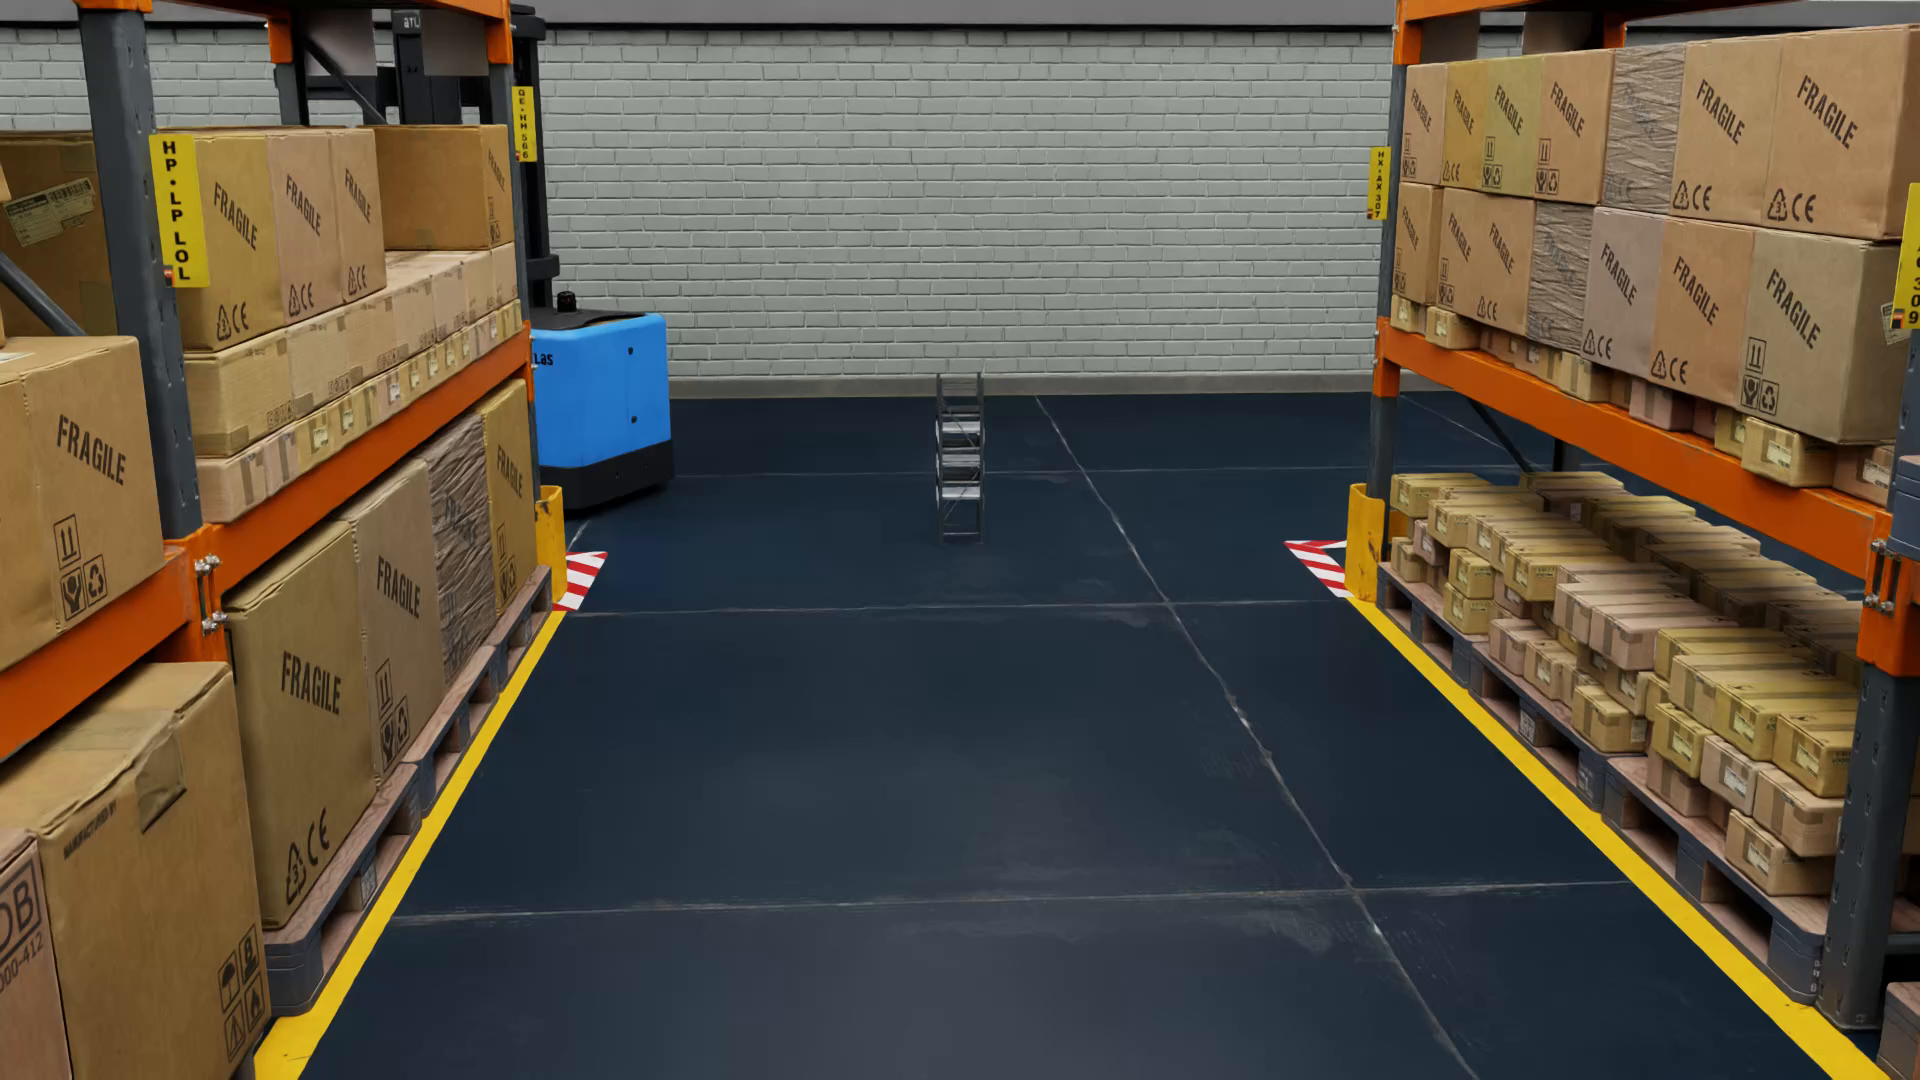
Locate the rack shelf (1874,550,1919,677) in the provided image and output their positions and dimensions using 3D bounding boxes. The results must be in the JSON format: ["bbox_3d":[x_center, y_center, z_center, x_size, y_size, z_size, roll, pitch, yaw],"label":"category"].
[{"bbox_3d":[2.839,0.614,2.064,1.077,0.370,4.000,-1,14,-3],"label":"rack shelf"}]

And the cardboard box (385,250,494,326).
[{"bbox_3d":[-2.163,-1.004,6.613,0.500,0.250,0.500,-1,14,-4],"label":"cardboard box"}]

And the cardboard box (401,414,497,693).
[{"bbox_3d":[-2.313,0.035,6.293,0.875,0.875,0.875,-1,14,-3],"label":"cardboard box"}]

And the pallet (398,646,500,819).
[{"bbox_3d":[-2.289,0.676,5.977,1.003,0.211,1.213,-1,14,-3],"label":"pallet"}]

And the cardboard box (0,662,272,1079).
[{"bbox_3d":[-2.182,0.804,3.302,1.225,0.875,0.875,-1,14,-3],"label":"cardboard box"}]

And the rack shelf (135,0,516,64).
[{"bbox_3d":[-2.365,-1.782,5.356,1.077,0.370,4.000,-1,14,-3],"label":"rack shelf"}]

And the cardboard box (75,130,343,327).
[{"bbox_3d":[-2.038,-0.861,4.550,0.500,0.500,0.500,-1,14,-3],"label":"cardboard box"}]

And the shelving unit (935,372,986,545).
[{"bbox_3d":[0.000,-0.438,8.922,0.258,0.900,0.210,-1,14,-3],"label":"shelving unit"}]

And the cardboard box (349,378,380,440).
[{"bbox_3d":[-1.995,-0.397,5.054,0.380,0.149,0.250,-1,14,-4],"label":"cardboard box"}]

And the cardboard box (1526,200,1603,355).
[{"bbox_3d":[2.334,-0.922,5.791,0.500,0.500,0.500,-1,14,-5],"label":"cardboard box"}]

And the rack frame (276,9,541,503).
[{"bbox_3d":[-2.489,-1.175,7.574,1.000,3.000,0.127,-1,14,-3],"label":"rack frame"}]

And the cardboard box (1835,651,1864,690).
[{"bbox_3d":[2.878,0.437,4.993,0.380,0.149,0.250,-1,14,-4],"label":"cardboard box"}]

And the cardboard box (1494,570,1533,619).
[{"bbox_3d":[2.327,0.199,6.513,0.380,0.149,0.250,-2,15,-6],"label":"cardboard box"}]

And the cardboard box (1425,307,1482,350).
[{"bbox_3d":[2.181,-0.889,6.965,0.380,0.149,0.250,-1,14,-5],"label":"cardboard box"}]

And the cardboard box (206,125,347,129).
[{"bbox_3d":[-2.698,-1.362,6.499,0.500,0.500,0.500,-1,14,-5],"label":"cardboard box"}]

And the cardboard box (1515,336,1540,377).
[{"bbox_3d":[2.313,-0.697,6.219,0.380,0.149,0.250,-1,14,-5],"label":"cardboard box"}]

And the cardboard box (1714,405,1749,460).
[{"bbox_3d":[2.383,-0.307,4.705,0.380,0.149,0.250,0,14,-1],"label":"cardboard box"}]

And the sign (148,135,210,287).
[{"bbox_3d":[-1.700,-0.714,3.615,0.100,0.325,0.005,-1,14,-3],"label":"sign"}]

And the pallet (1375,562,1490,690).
[{"bbox_3d":[2.487,0.345,7.260,1.003,0.211,1.213,-1,14,-3],"label":"pallet"}]

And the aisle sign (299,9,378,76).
[{"bbox_3d":[-2.793,-2.447,7.301,0.394,0.787,0.004,-1,14,-3],"label":"aisle sign"}]

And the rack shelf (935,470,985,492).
[{"bbox_3d":[0.000,-0.318,8.953,0.258,0.077,0.200,-1,14,-3],"label":"rack shelf"}]

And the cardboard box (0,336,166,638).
[{"bbox_3d":[-1.940,-0.117,3.259,0.500,0.500,0.500,-1,14,-3],"label":"cardboard box"}]

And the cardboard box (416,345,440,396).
[{"bbox_3d":[-2.044,-0.590,5.803,0.380,0.149,0.250,-1,14,-2],"label":"cardboard box"}]

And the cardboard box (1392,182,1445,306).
[{"bbox_3d":[2.220,-1.303,7.274,0.500,0.500,0.500,0,14,-1],"label":"cardboard box"}]

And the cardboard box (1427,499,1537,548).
[{"bbox_3d":[2.186,-0.070,6.965,0.380,0.149,0.250,-1,14,-4],"label":"cardboard box"}]

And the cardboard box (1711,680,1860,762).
[{"bbox_3d":[2.378,0.510,4.709,0.380,0.149,0.250,-1,14,-3],"label":"cardboard box"}]

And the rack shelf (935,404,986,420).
[{"bbox_3d":[0.000,-0.667,8.863,0.258,0.077,0.200,-1,14,-3],"label":"rack shelf"}]

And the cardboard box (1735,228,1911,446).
[{"bbox_3d":[2.404,-0.540,4.308,0.500,0.500,0.500,-1,14,-3],"label":"cardboard box"}]

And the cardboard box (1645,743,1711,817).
[{"bbox_3d":[2.338,0.723,5.077,0.380,0.149,0.250,-1,14,-5],"label":"cardboard box"}]

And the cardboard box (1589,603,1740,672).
[{"bbox_3d":[2.309,0.317,5.461,0.380,0.149,0.250,-2,15,-6],"label":"cardboard box"}]

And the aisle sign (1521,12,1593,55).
[{"bbox_3d":[2.763,-2.508,7.538,0.394,0.787,0.004,-1,14,-3],"label":"aisle sign"}]

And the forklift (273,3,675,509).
[{"bbox_3d":[-3.320,-1.786,10.084,3.031,2.935,1.130,6,16,23],"label":"forklift"}]

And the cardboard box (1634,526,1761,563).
[{"bbox_3d":[2.880,0.048,6.507,0.380,0.149,0.250,0,14,-1],"label":"cardboard box"}]

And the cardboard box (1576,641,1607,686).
[{"bbox_3d":[2.366,0.401,5.731,0.380,0.149,0.250,-2,15,-6],"label":"cardboard box"}]

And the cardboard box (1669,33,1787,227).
[{"bbox_3d":[2.379,-1.150,4.671,0.500,0.500,0.500,-1,14,-5],"label":"cardboard box"}]

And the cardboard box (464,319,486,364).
[{"bbox_3d":[-2.091,-0.781,6.544,0.380,0.149,0.250,-1,14,-2],"label":"cardboard box"}]

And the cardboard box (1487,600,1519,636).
[{"bbox_3d":[2.318,0.339,6.569,0.380,0.149,0.250,-1,14,-3],"label":"cardboard box"}]

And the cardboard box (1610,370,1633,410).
[{"bbox_3d":[2.382,-0.503,5.466,0.380,0.149,0.250,-1,14,-4],"label":"cardboard box"}]

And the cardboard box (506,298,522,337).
[{"bbox_3d":[-2.138,-0.970,7.281,0.380,0.149,0.250,-1,14,-2],"label":"cardboard box"}]

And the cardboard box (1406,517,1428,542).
[{"bbox_3d":[2.244,-0.059,7.518,0.380,0.149,0.250,0,14,-1],"label":"cardboard box"}]

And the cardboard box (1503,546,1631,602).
[{"bbox_3d":[2.262,0.125,6.205,0.380,0.149,0.250,-1,14,-3],"label":"cardboard box"}]

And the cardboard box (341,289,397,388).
[{"bbox_3d":[-2.072,-0.625,5.140,0.500,0.250,0.500,-1,14,-2],"label":"cardboard box"}]

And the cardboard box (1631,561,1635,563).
[{"bbox_3d":[2.733,0.131,6.778,0.380,0.149,0.250,-1,14,-4],"label":"cardboard box"}]

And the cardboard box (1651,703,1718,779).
[{"bbox_3d":[2.315,0.595,4.977,0.380,0.149,0.250,-1,14,-5],"label":"cardboard box"}]

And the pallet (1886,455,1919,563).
[{"bbox_3d":[2.618,0.053,3.184,1.003,0.211,1.213,-1,14,-3],"label":"pallet"}]

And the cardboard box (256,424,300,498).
[{"bbox_3d":[-1.944,-0.203,4.298,0.380,0.149,0.250,-1,14,-5],"label":"cardboard box"}]

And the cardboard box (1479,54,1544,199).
[{"bbox_3d":[2.278,-1.532,6.158,0.500,0.500,0.500,-1,14,-5],"label":"cardboard box"}]

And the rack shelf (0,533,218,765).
[{"bbox_3d":[-2.117,0.665,1.864,1.077,0.370,4.000,-1,14,-3],"label":"rack shelf"}]

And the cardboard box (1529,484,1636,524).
[{"bbox_3d":[2.712,-0.146,7.260,0.380,0.149,0.250,-1,14,-2],"label":"cardboard box"}]

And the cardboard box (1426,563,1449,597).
[{"bbox_3d":[2.279,0.150,7.303,0.380,0.149,0.250,-1,14,-4],"label":"cardboard box"}]

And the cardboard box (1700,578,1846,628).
[{"bbox_3d":[2.806,0.241,5.753,0.380,0.149,0.250,-1,15,-6],"label":"cardboard box"}]

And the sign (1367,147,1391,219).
[{"bbox_3d":[1.926,-1.637,7.633,0.100,0.325,0.005,-1,14,-3],"label":"sign"}]

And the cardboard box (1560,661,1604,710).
[{"bbox_3d":[2.338,0.530,5.825,0.380,0.149,0.250,-1,14,-2],"label":"cardboard box"}]
